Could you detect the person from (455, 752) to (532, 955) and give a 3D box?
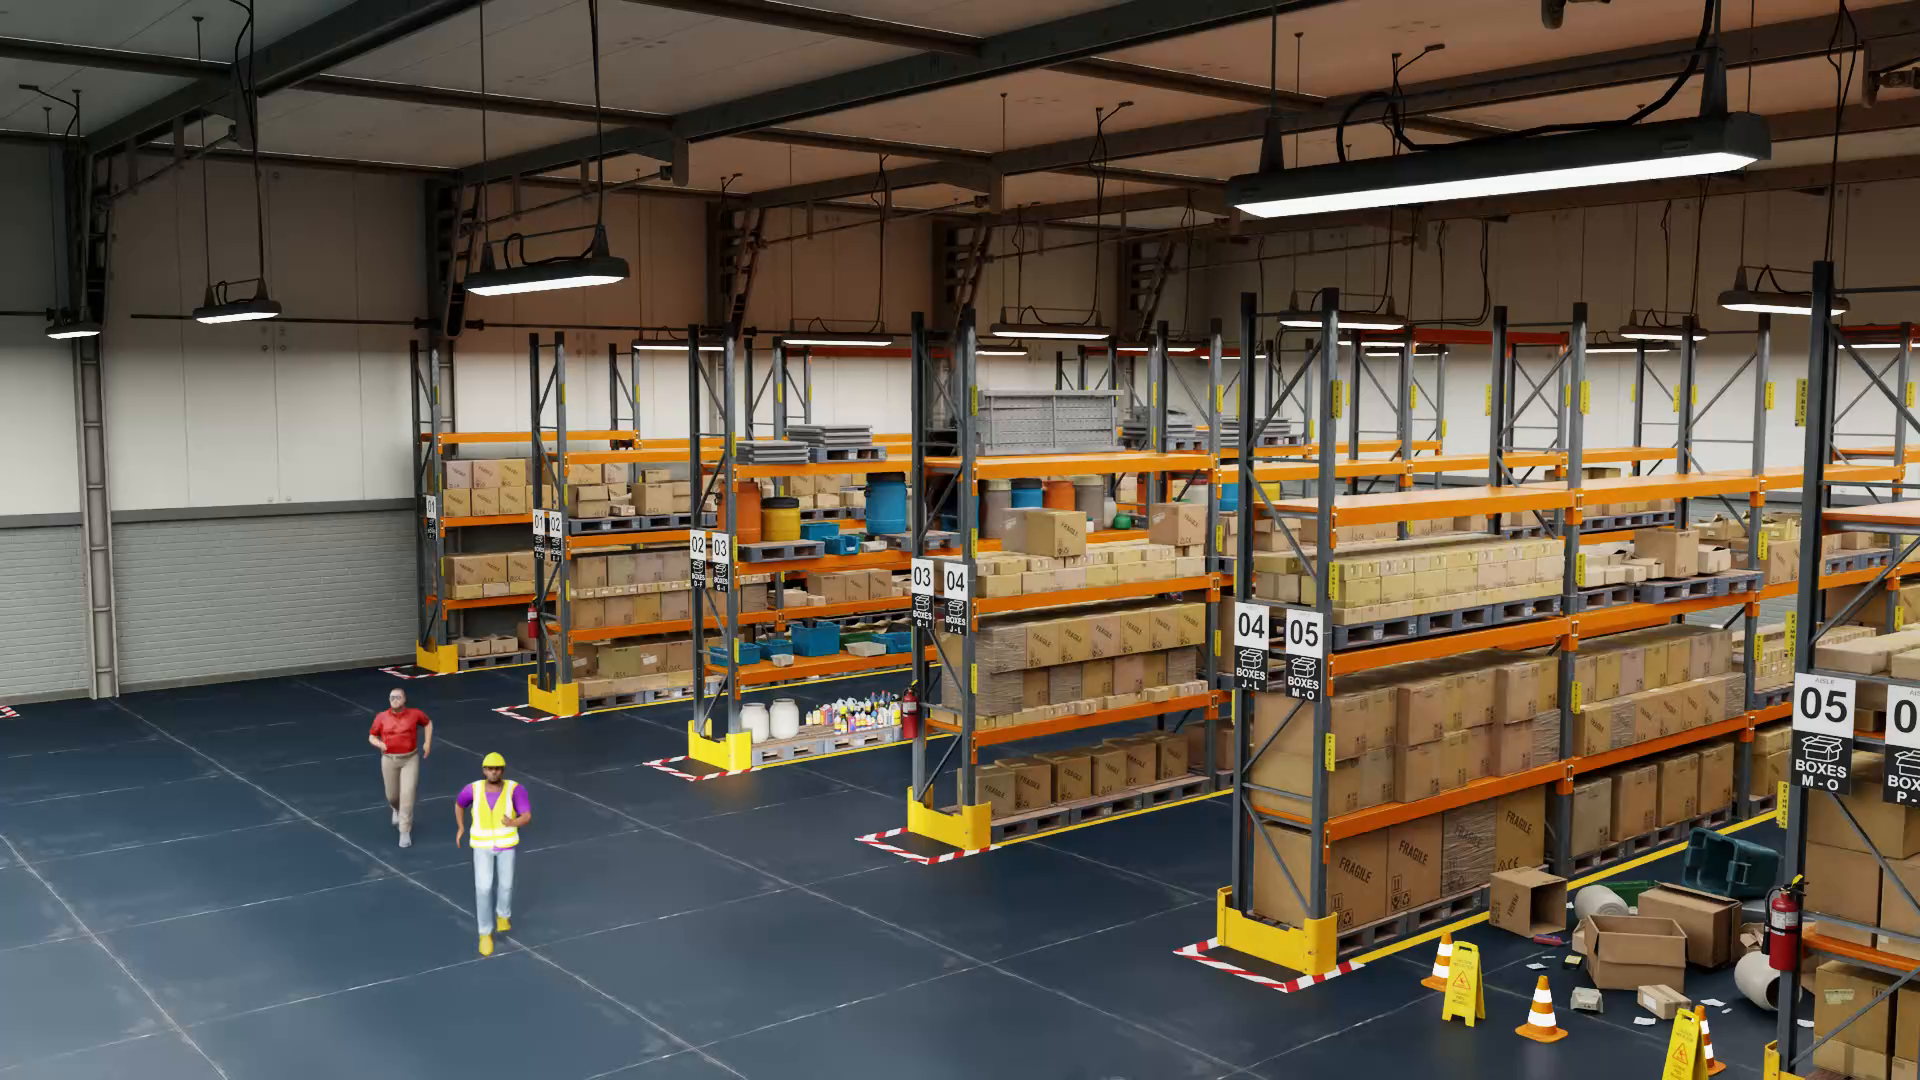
[{"bbox_3d":[-4.303,2.867,15.377,0.672,1.831,0.770,-2,6,-18],"label":"person"}]

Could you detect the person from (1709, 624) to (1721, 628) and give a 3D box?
[{"bbox_3d":[10.904,2.077,24.126,0.657,1.722,0.582,4,7,38],"label":"person"}]

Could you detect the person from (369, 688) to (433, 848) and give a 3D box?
[{"bbox_3d":[-6.383,2.551,18.983,0.675,1.708,1.032,-1,5,-12],"label":"person"}]
